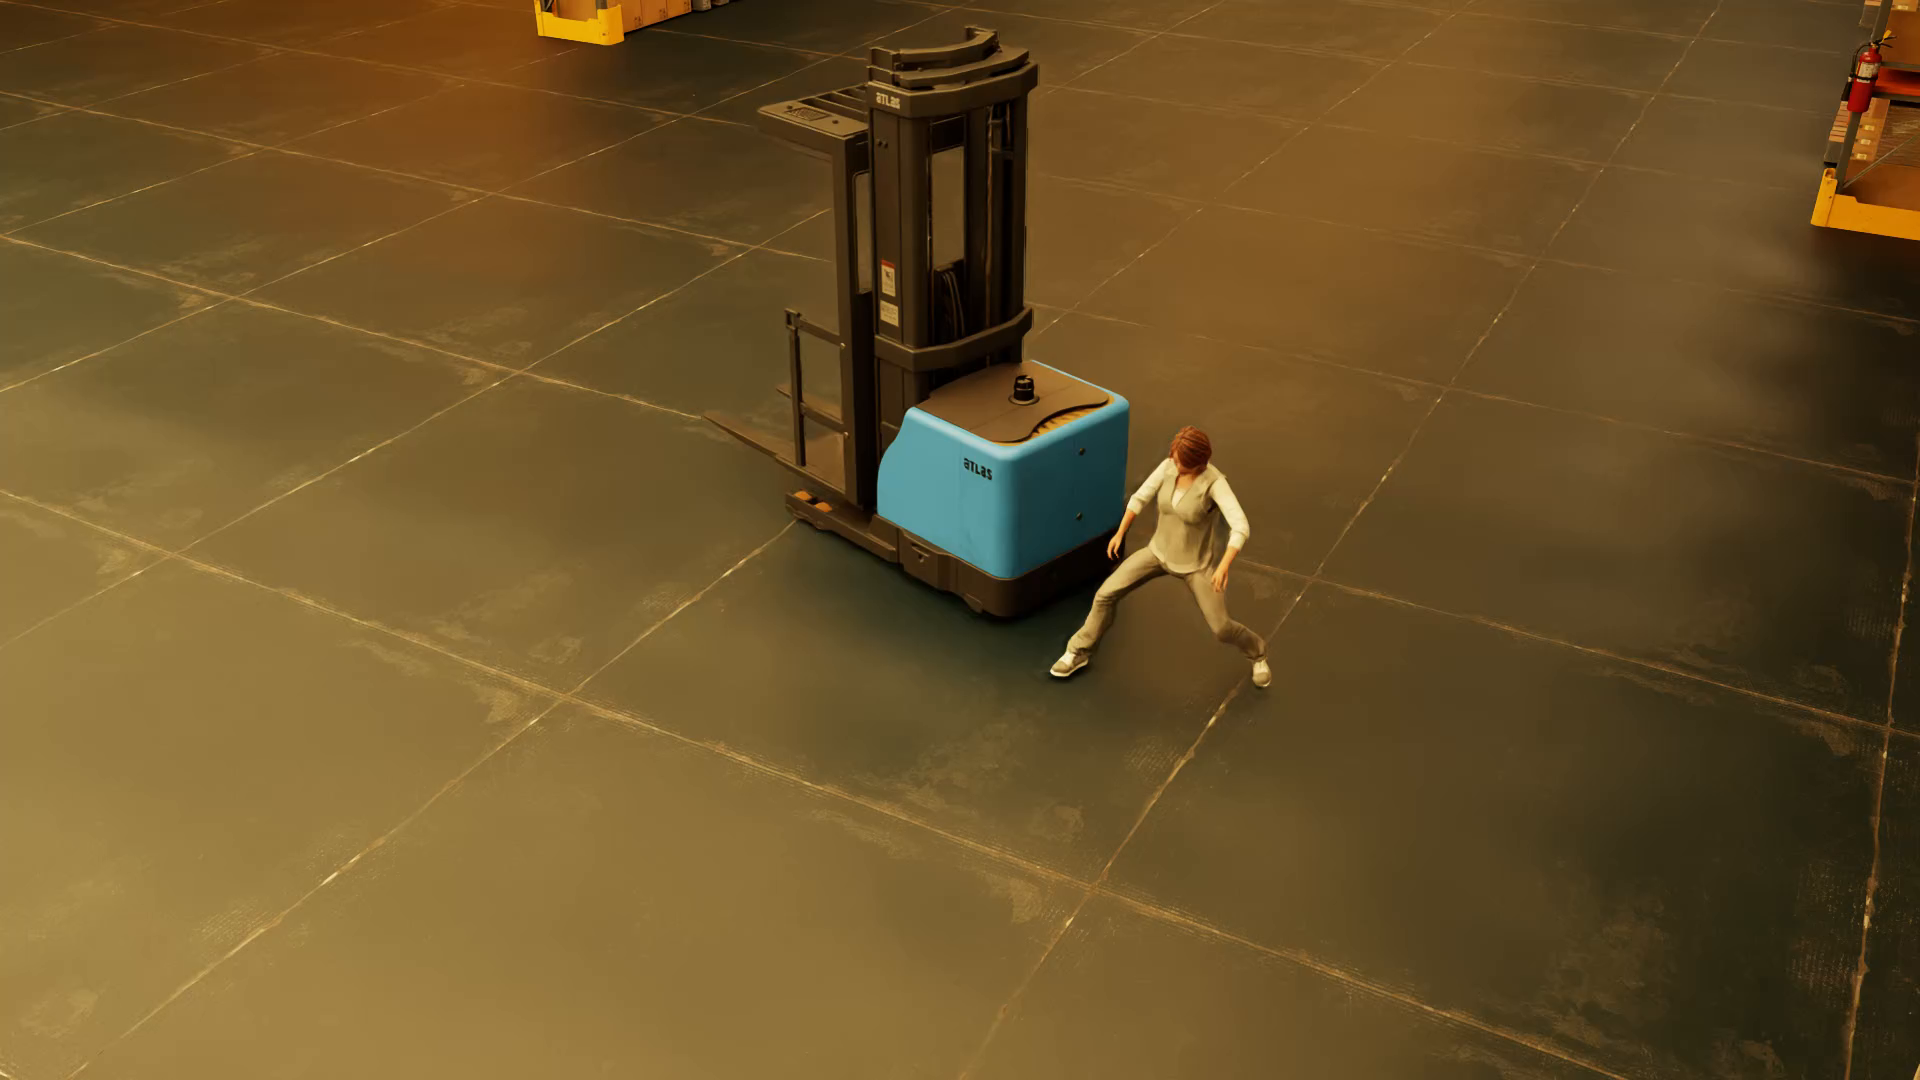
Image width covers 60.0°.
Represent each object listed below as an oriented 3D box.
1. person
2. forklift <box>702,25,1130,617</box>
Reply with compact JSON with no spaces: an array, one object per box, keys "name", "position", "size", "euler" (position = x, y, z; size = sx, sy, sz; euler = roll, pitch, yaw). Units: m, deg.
[{"name":"person","position":[1.086,0.114,8.427],"size":[0.912,1.428,0.900],"euler":[24,38,35]},{"name":"forklift","position":[-0.424,-1.489,9.651],"size":[1.130,2.935,3.031],"euler":[-26,39,-37]}]
